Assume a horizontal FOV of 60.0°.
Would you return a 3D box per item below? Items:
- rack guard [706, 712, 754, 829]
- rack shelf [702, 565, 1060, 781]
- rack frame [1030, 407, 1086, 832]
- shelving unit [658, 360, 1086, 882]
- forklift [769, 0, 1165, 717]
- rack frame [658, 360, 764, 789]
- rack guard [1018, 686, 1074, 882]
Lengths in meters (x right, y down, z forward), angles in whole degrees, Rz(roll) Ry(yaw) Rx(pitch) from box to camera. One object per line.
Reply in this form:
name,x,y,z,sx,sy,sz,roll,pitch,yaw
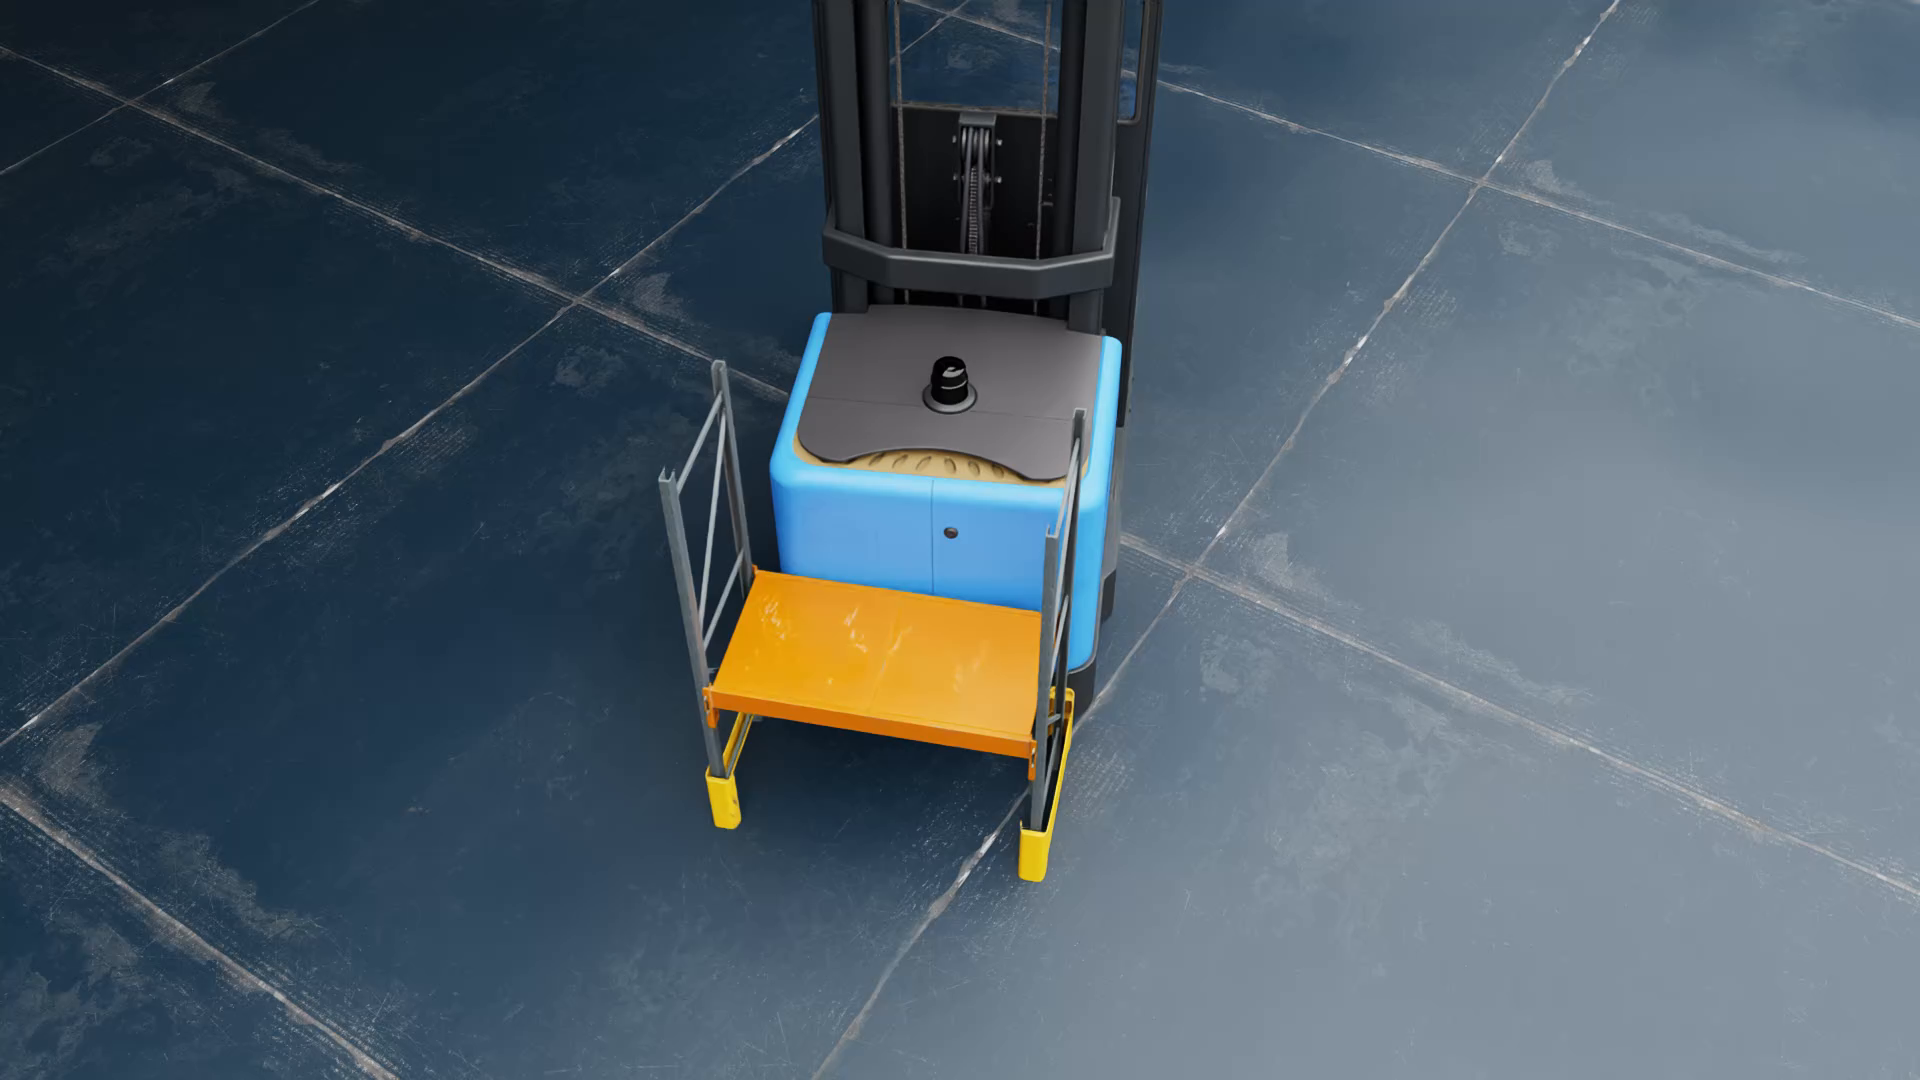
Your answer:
rack guard,-0.699,0.633,5.460,0.087,0.250,0.587,8,46,8
rack shelf,-0.220,0.393,5.073,1.000,0.185,0.538,8,46,8
rack frame,0.278,0.340,4.874,0.032,1.500,0.500,8,46,8
shelving unit,-0.211,0.269,4.943,1.083,1.500,0.587,8,46,8
forklift,0.118,-1.488,5.652,1.130,2.935,3.031,6,46,5
rack frame,-0.718,0.196,5.014,0.032,1.500,0.500,8,46,8
rack guard,0.277,0.775,5.323,0.087,0.250,0.587,8,46,8
